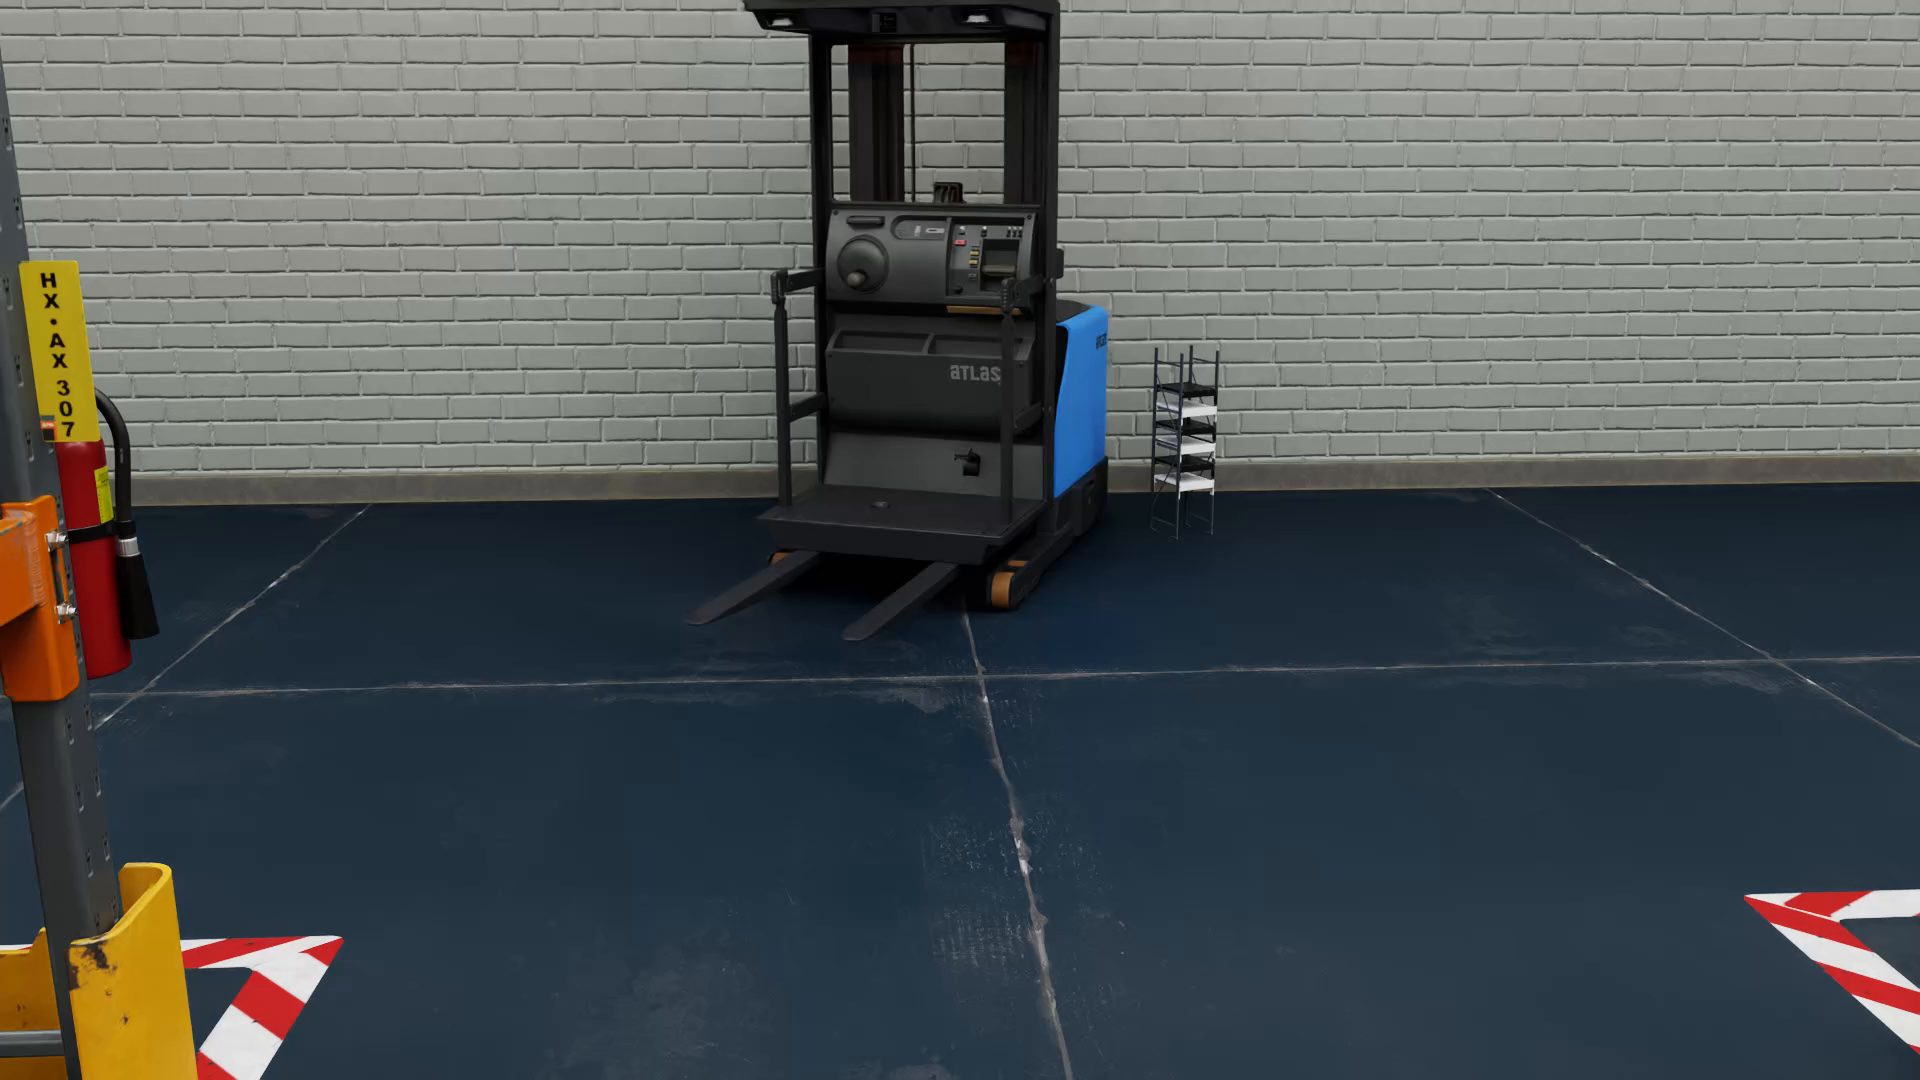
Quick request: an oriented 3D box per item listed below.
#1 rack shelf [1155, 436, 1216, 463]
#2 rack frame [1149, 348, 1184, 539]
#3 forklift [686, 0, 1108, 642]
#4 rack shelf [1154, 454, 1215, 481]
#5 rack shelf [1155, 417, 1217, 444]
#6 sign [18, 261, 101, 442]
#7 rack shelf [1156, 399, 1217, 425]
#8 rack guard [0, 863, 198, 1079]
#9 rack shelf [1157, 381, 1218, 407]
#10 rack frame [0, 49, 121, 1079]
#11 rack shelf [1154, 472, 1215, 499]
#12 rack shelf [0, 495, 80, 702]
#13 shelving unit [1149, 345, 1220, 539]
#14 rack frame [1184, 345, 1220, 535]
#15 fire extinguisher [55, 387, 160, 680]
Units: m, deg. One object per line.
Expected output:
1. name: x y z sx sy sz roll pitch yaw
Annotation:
1. rack shelf: 1.087 -0.445 8.085 0.200 0.077 0.258 -7 16 -26
2. rack frame: 0.996 -0.466 8.032 0.006 0.900 0.240 -7 16 -26
3. forklift: -0.197 -1.238 6.956 1.130 2.935 3.031 5 15 18
4. rack shelf: 1.087 -0.358 8.107 0.200 0.077 0.258 -7 16 -26
5. rack shelf: 1.087 -0.532 8.062 0.200 0.077 0.258 -7 16 -26
6. sign: -1.618 -0.337 2.990 0.100 0.325 0.005 -1 14 -3
7. rack shelf: 1.087 -0.620 8.040 0.200 0.077 0.258 -7 16 -26
8. rack guard: -2.181 0.959 3.296 1.175 0.500 0.348 -1 14 -3
9. rack shelf: 1.087 -0.707 8.017 0.200 0.077 0.258 -7 16 -26
10. rack frame: -2.163 -0.246 2.962 0.949 2.616 0.053 -1 14 -3
11. rack shelf: 1.087 -0.271 8.130 0.200 0.077 0.258 -7 16 -26
12. rack shelf: -2.042 0.600 1.118 1.077 0.370 4.000 -1 14 -3
13. shelving unit: 1.087 -0.478 8.076 0.210 0.900 0.258 -7 16 -26
14. rack frame: 1.178 -0.489 8.121 0.006 0.900 0.240 -7 16 -26
15. fire extinguisher: -1.722 -0.072 3.191 0.296 0.674 0.183 -1 14 -3
